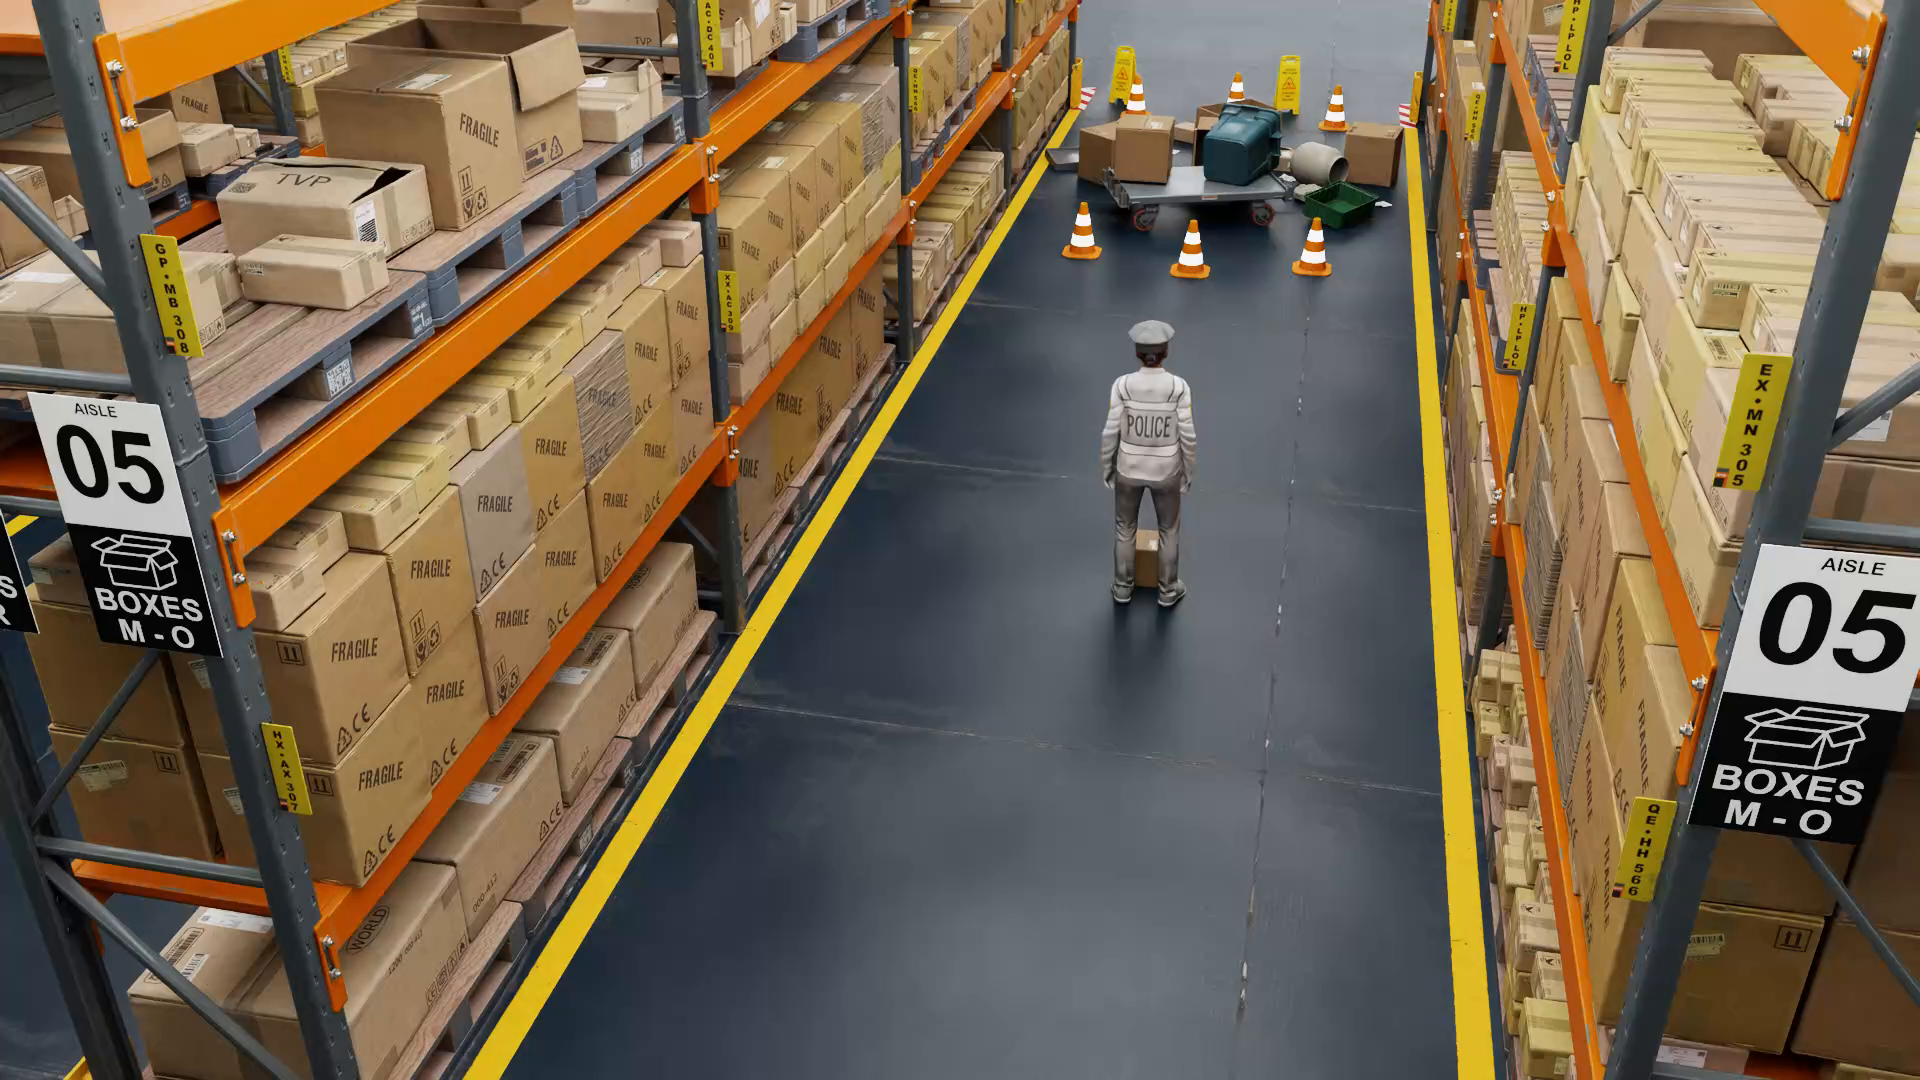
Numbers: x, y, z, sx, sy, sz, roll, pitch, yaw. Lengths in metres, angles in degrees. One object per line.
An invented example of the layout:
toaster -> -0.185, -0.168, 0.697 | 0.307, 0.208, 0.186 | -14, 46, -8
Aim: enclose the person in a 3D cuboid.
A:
person -> 1.050, -0.393, 9.320 | 0.530, 1.661, 0.375 | 5, 29, 8
